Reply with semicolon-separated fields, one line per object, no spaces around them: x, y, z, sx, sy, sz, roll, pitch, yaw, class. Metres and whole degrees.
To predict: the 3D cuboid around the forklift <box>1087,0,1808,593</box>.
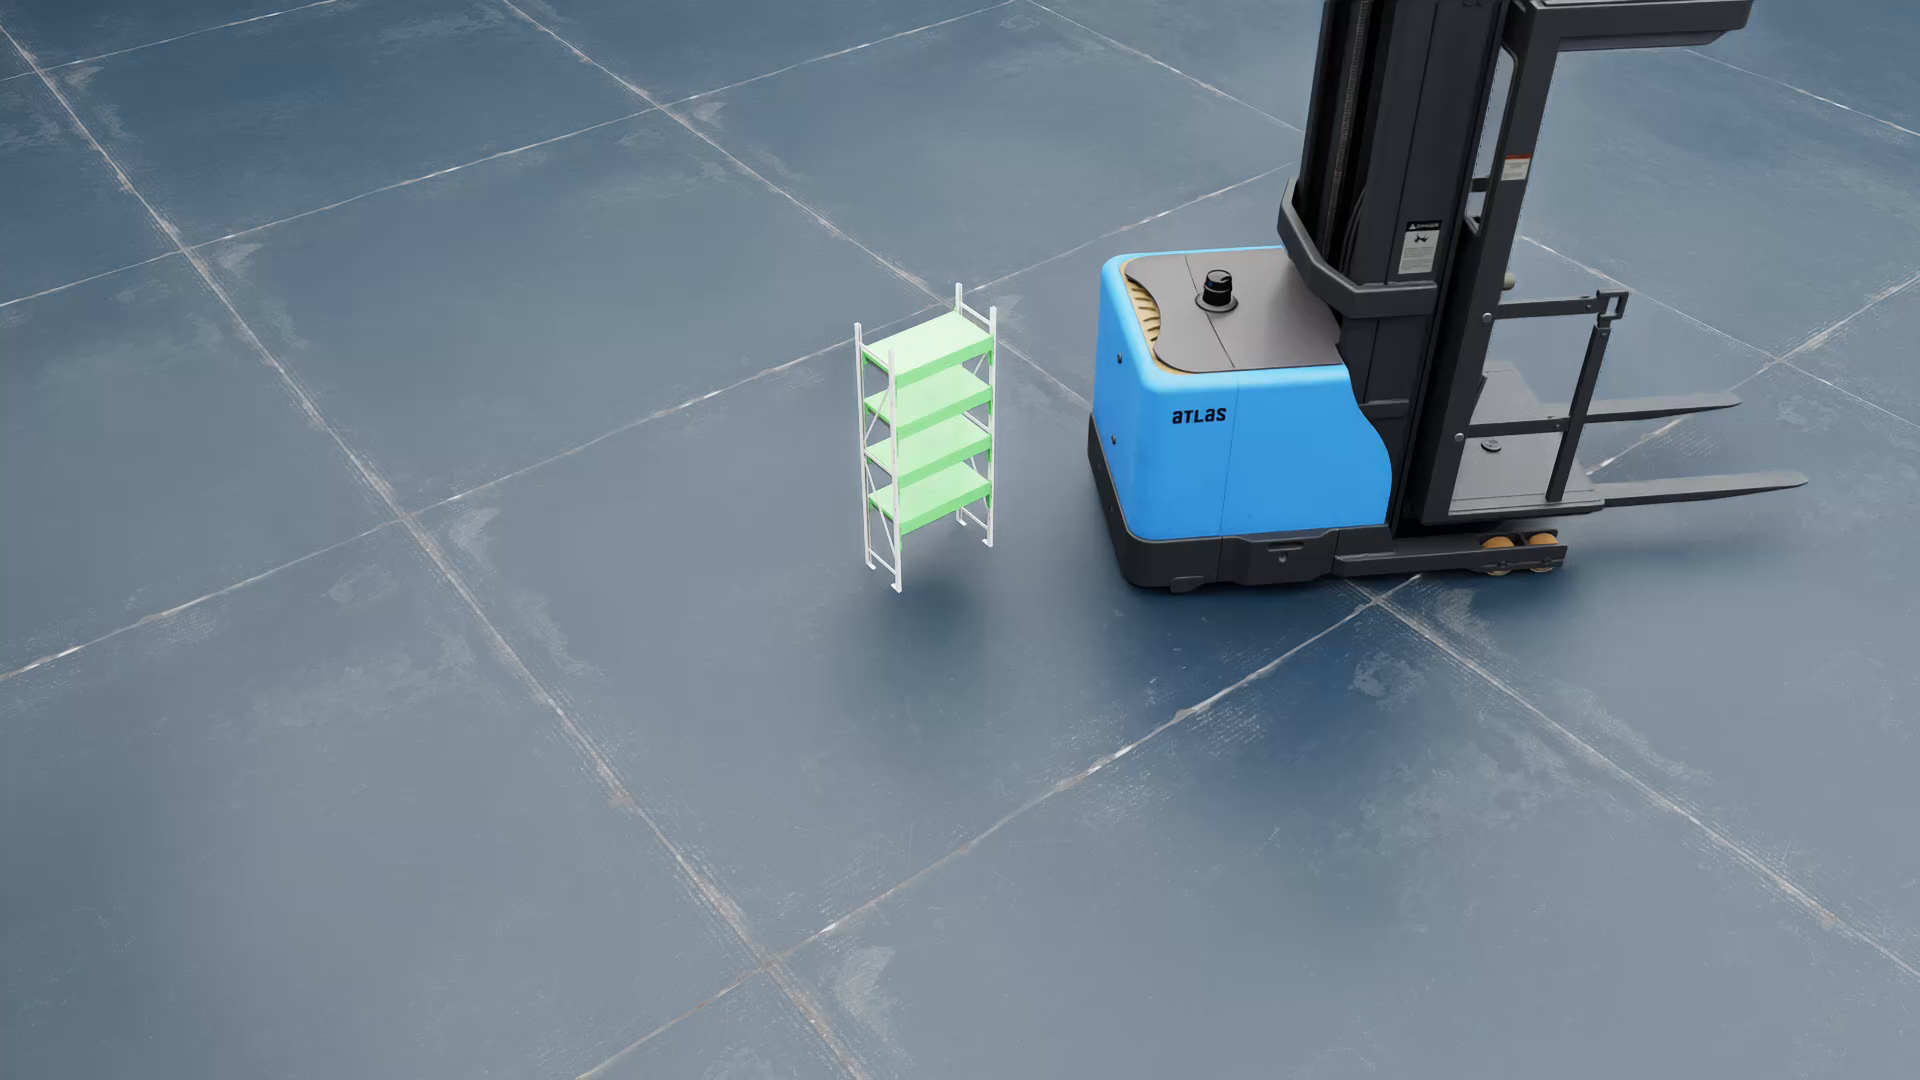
2.137;-1.313;6.540;3.031;2.935;1.130;-4;40;-5;forklift

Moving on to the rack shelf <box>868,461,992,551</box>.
-0.131;-0.165;6.984;0.480;0.148;0.258;-26;46;-28;rack shelf

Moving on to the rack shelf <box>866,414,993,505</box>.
-0.131;-0.351;6.832;0.480;0.148;0.258;-26;46;-28;rack shelf

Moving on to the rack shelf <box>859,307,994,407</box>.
-0.131;-0.722;6.528;0.480;0.148;0.258;-26;46;-28;rack shelf

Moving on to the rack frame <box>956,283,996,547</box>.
0.062;-0.494;6.906;0.015;1.200;0.240;-26;46;-28;rack frame

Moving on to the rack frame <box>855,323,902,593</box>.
-0.325;-0.306;6.677;0.015;1.200;0.240;-26;46;-28;rack frame

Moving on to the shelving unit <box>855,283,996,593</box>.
-0.131;-0.400;6.791;0.503;1.200;0.258;-26;46;-28;shelving unit

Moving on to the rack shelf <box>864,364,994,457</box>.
-0.131;-0.536;6.680;0.480;0.148;0.258;-26;46;-28;rack shelf
